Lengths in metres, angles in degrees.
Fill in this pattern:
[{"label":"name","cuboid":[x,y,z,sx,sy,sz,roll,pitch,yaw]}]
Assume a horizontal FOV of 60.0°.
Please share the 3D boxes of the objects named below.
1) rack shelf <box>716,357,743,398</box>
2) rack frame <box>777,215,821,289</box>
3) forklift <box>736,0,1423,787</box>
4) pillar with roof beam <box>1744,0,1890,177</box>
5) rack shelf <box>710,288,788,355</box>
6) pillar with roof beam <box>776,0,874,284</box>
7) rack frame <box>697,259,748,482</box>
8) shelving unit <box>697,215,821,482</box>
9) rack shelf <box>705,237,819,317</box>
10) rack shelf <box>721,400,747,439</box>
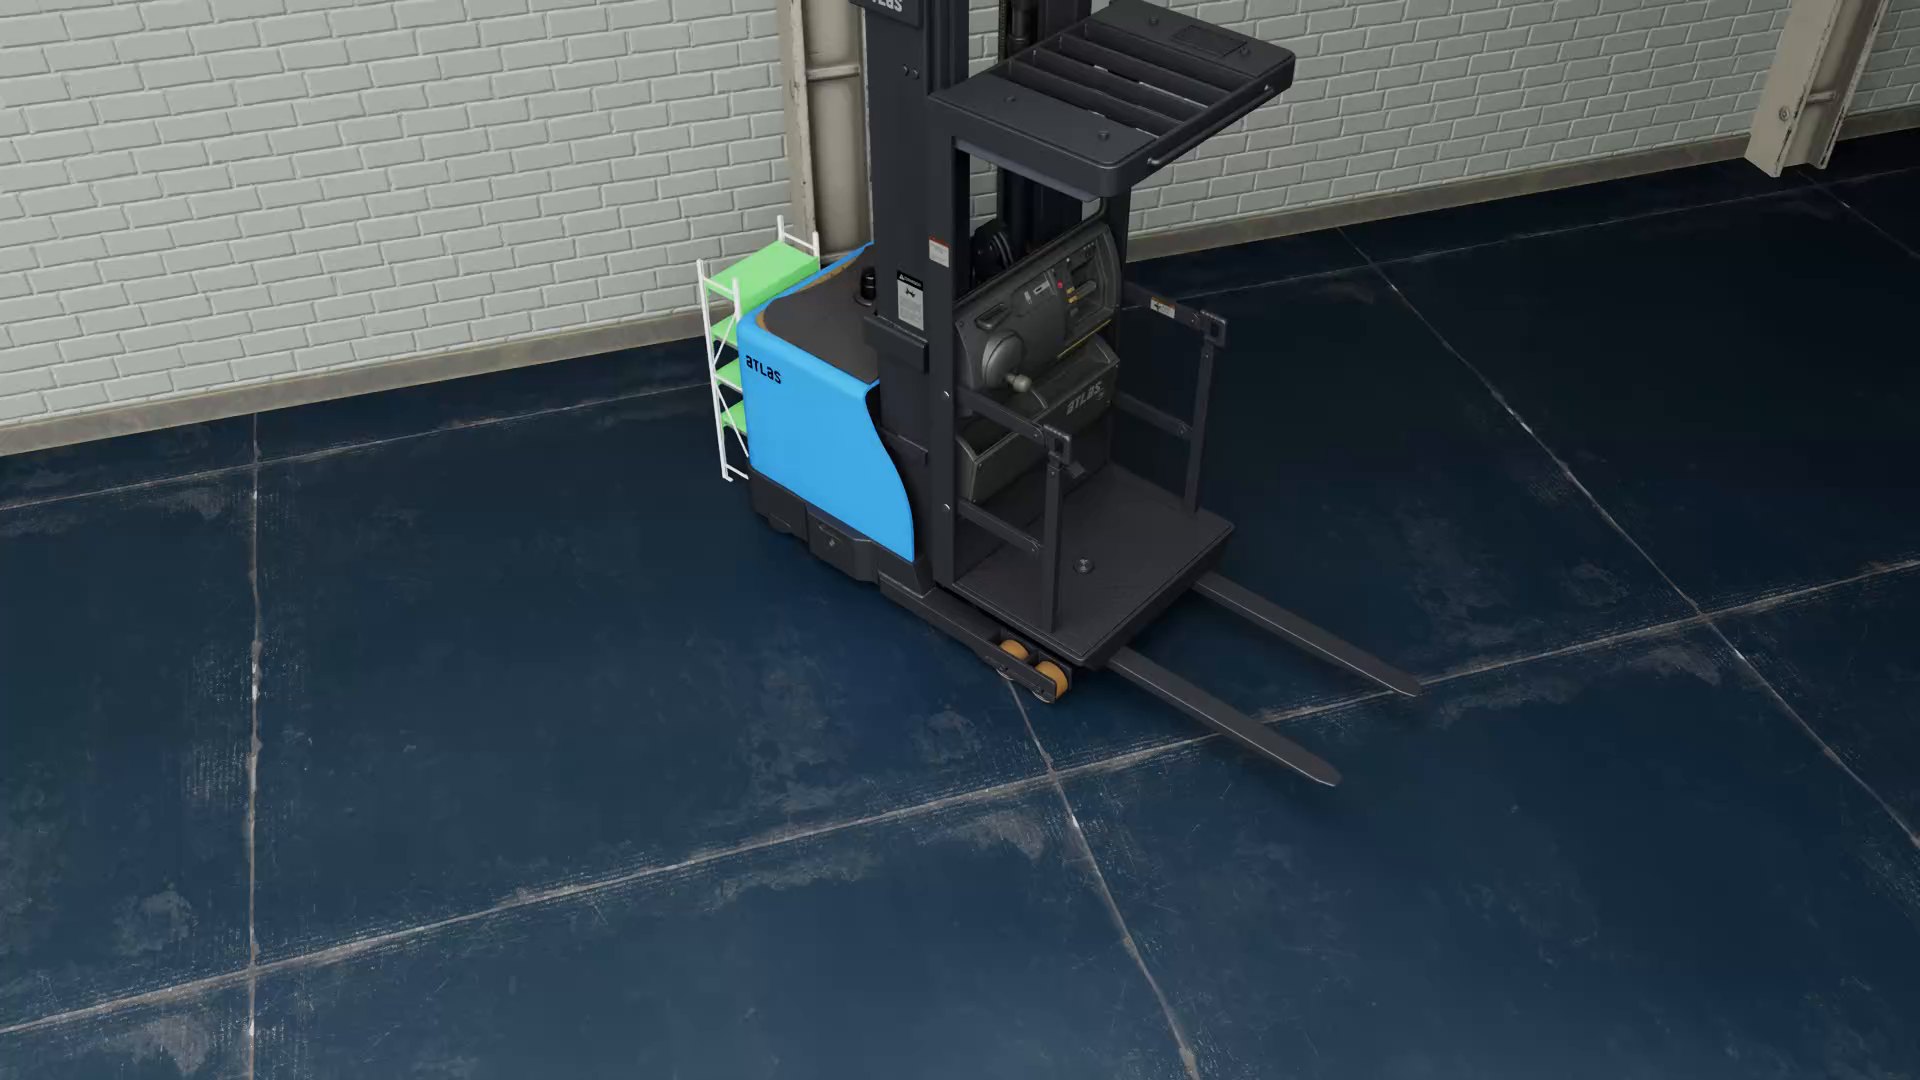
[{"label":"rack shelf","cuboid":[-0.879,-0.778,7.675,0.258,0.148,0.480,29,49,29]},{"label":"rack frame","cuboid":[-0.720,-0.948,7.773,0.240,1.200,0.015,29,49,29]},{"label":"forklift","cuboid":[0.475,-0.833,6.325,3.031,2.935,1.130,30,49,30]},{"label":"pillar with roof beam","cuboid":[6.385,-3.031,4.229,0.400,9.000,9.100,-12,42,-13]},{"label":"rack shelf","cuboid":[-0.879,-0.959,7.517,0.258,0.148,0.480,29,49,29]},{"label":"pillar with roof beam","cuboid":[0.662,-1.845,2.872,0.400,9.000,9.100,-12,42,-13]},{"label":"rack frame","cuboid":[-1.037,-0.704,7.493,0.240,1.200,0.015,29,49,29]},{"label":"shelving unit","cuboid":[-0.879,-0.826,7.633,0.258,1.200,0.503,29,49,29]},{"label":"rack shelf","cuboid":[-0.879,-1.140,7.360,0.258,0.148,0.480,29,49,29]},{"label":"rack shelf","cuboid":[-0.879,-0.597,7.833,0.258,0.148,0.480,29,49,29]}]
